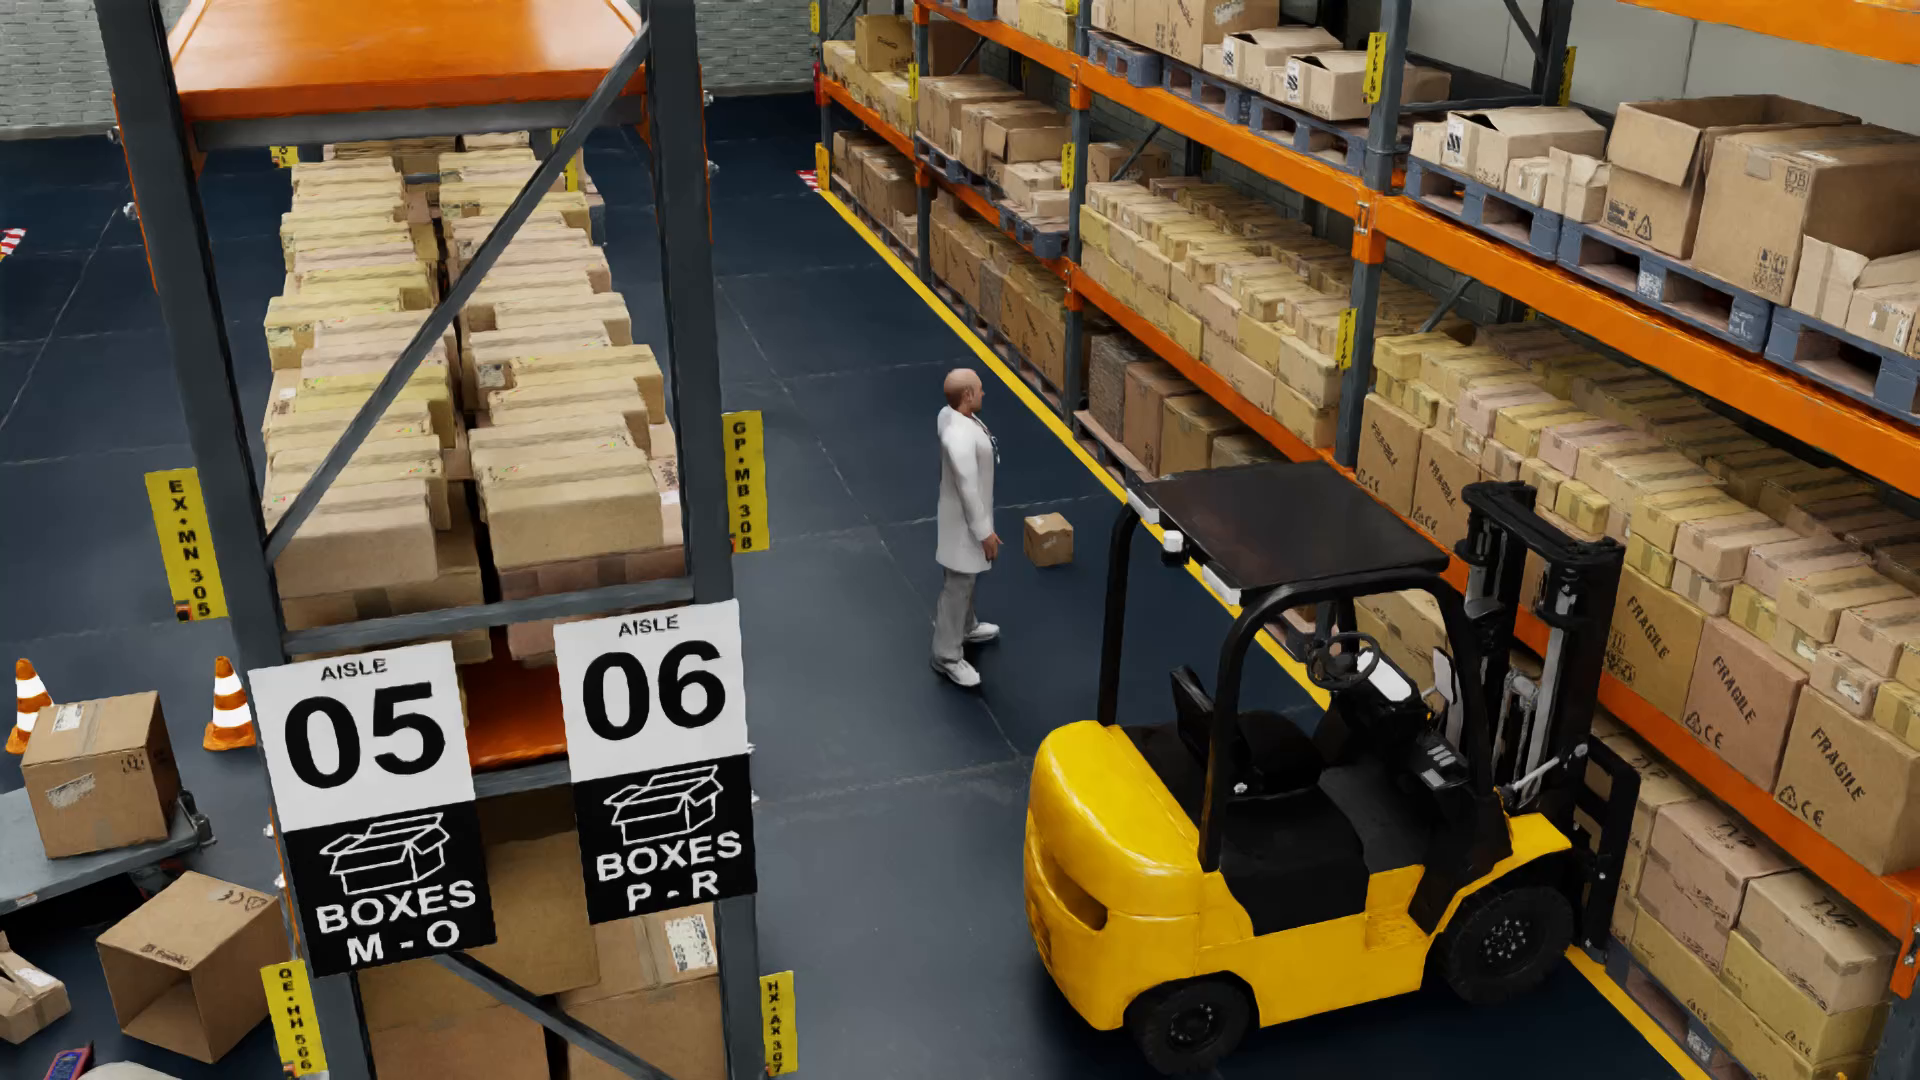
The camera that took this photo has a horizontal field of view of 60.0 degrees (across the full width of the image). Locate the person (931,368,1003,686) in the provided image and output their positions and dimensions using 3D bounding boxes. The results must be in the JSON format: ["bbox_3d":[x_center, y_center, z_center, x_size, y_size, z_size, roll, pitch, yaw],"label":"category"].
[{"bbox_3d":[0.036,-0.118,9.307,0.428,1.784,0.717,-2,26,-3],"label":"person"}]
